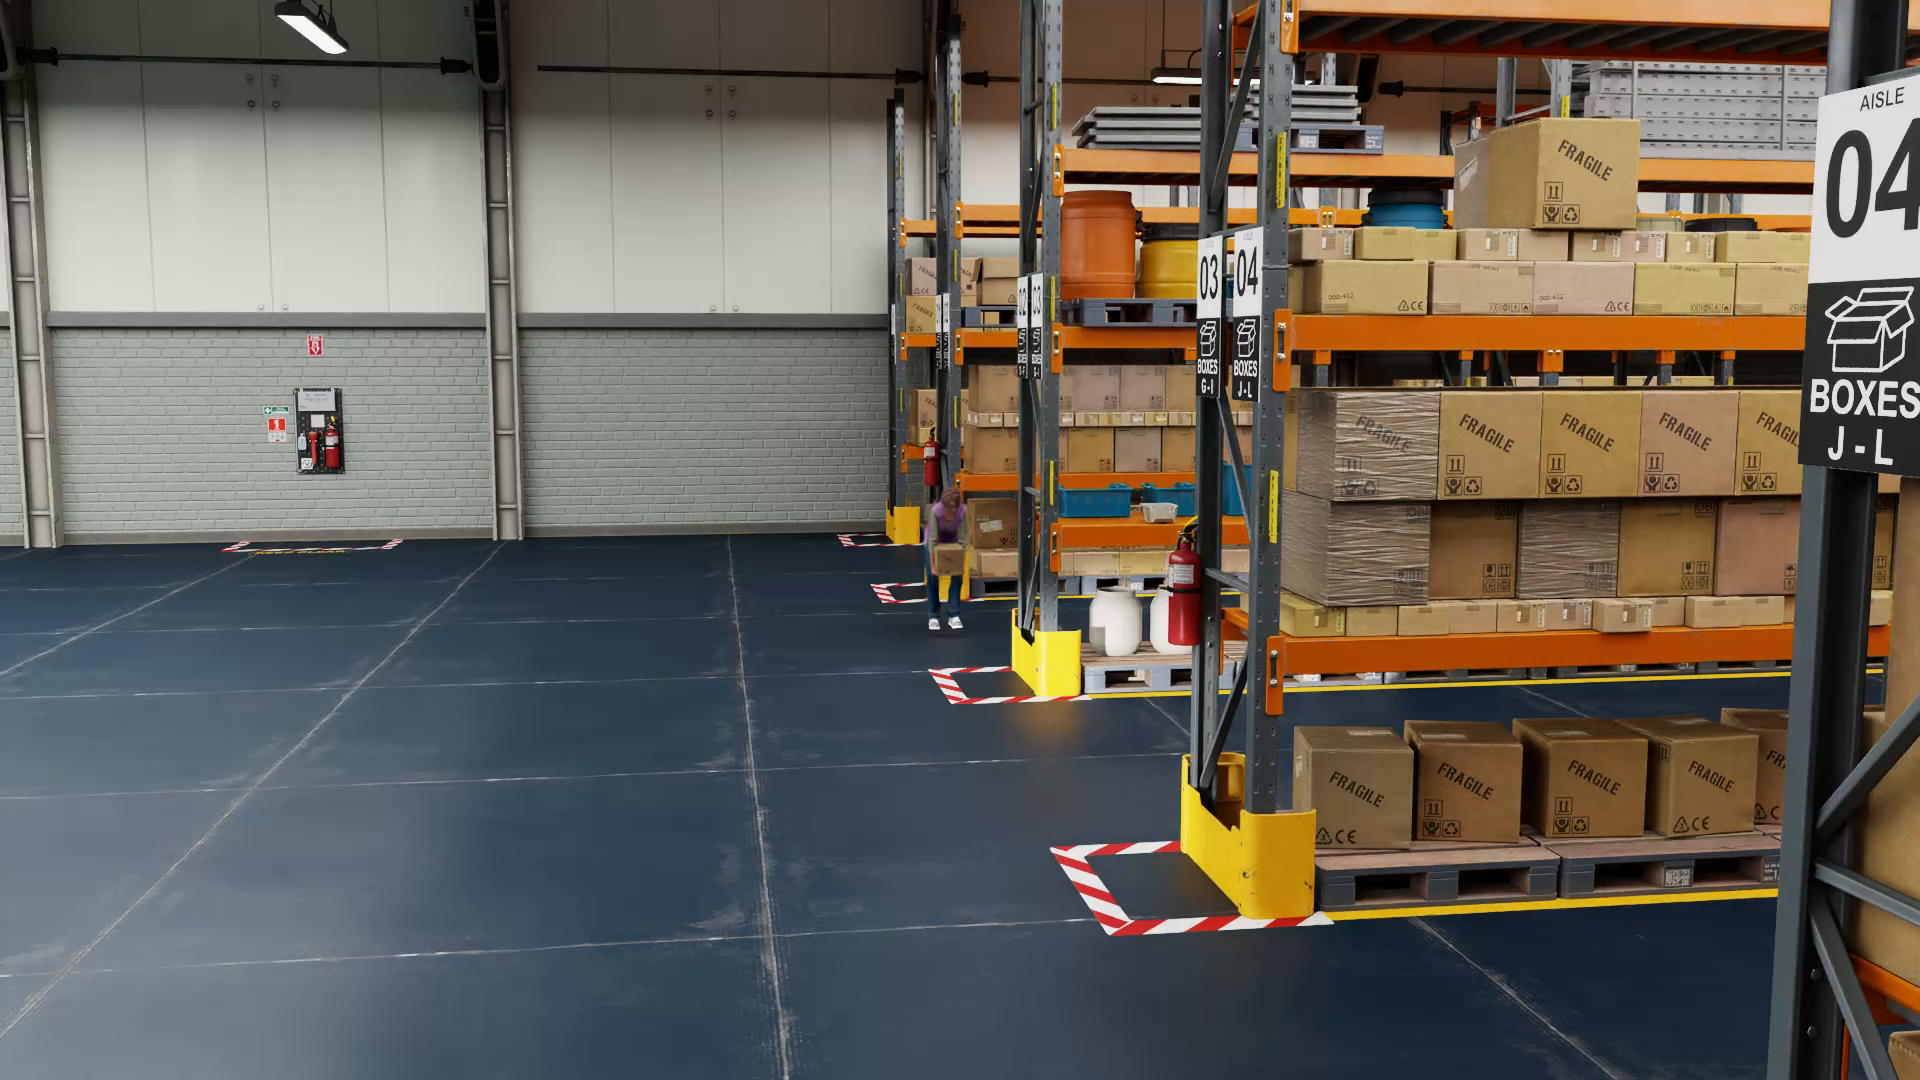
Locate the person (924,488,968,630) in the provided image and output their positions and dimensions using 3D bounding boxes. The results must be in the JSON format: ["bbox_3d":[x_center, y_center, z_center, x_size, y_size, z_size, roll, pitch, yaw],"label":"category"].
[{"bbox_3d":[-0.126,0.179,15.558,0.374,1.356,0.737,-1,7,-10],"label":"person"}]
